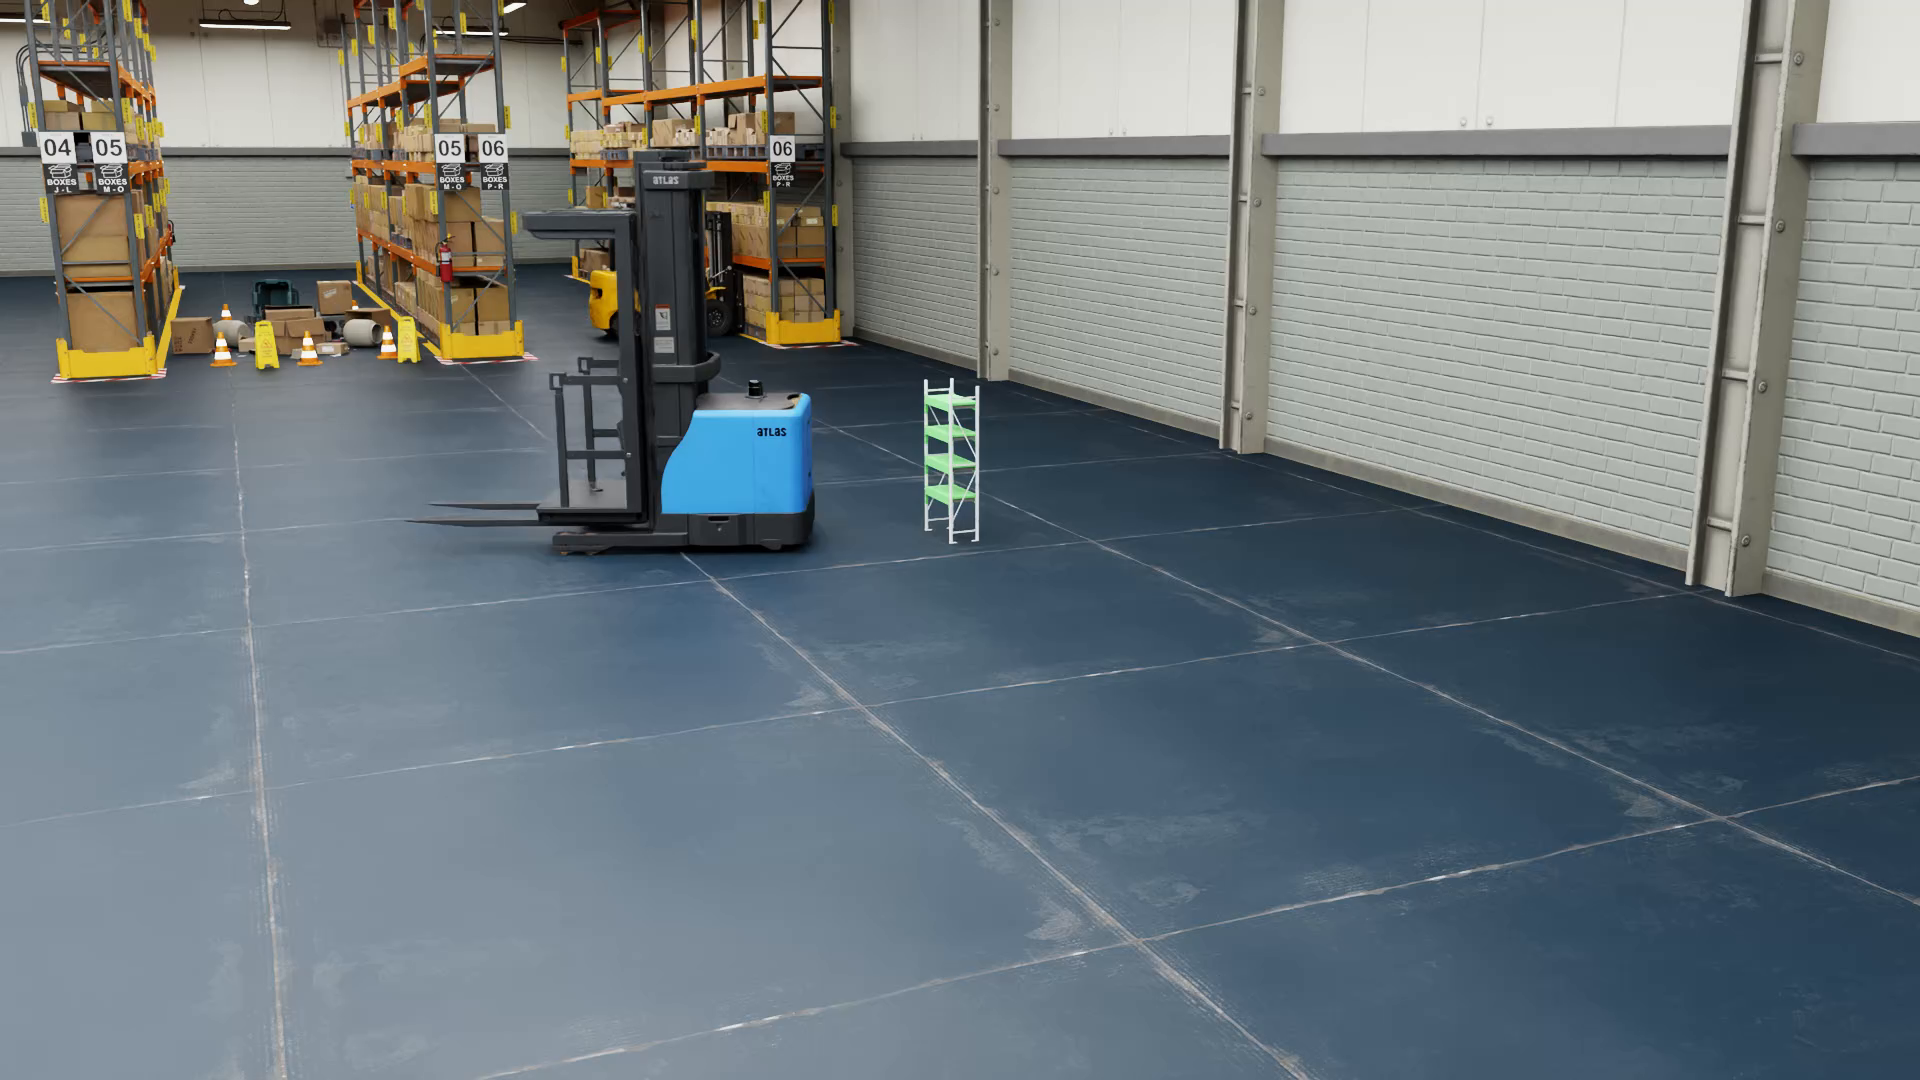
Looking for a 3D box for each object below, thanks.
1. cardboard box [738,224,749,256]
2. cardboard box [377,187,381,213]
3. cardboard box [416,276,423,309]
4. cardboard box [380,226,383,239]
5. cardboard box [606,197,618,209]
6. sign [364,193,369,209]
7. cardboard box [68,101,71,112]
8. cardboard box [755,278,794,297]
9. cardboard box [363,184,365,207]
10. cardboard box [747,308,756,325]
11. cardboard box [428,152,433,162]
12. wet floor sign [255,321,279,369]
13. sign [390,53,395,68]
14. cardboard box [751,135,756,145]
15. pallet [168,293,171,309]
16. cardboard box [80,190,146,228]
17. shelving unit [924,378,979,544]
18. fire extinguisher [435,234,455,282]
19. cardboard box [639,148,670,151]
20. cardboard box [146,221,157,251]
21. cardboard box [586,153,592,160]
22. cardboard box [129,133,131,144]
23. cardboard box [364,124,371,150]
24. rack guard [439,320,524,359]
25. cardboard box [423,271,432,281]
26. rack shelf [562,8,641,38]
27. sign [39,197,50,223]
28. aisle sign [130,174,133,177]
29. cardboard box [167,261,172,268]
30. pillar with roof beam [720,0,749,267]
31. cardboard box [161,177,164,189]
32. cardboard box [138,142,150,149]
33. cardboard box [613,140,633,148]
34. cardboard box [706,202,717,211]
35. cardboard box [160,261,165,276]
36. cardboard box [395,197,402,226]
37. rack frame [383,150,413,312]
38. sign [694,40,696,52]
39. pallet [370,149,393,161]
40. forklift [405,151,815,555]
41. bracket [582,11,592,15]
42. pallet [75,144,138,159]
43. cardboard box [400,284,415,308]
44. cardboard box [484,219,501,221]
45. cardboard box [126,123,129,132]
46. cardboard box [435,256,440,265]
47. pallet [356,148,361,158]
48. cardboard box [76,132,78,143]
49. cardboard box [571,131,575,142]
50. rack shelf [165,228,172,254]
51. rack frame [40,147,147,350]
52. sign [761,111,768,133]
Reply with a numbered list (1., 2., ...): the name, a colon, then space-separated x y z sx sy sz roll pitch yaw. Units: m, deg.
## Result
1. cardboard box: -3.342 -4.966 27.452 0.500 0.500 0.500 -6 14 -24
2. cardboard box: -11.103 -6.657 32.539 0.500 0.500 0.500 -6 14 -23
3. cardboard box: -8.659 -4.087 27.379 0.500 0.500 0.500 -5 14 -20
4. cardboard box: -11.097 -6.047 32.676 0.500 0.250 0.500 -6 14 -24
5. cardboard box: -7.317 -7.238 36.337 0.700 0.500 0.500 -5 14 -22
6. sign: -12.361 -7.065 34.649 0.100 0.325 0.005 -6 14 -23
7. cardboard box: -12.085 -5.780 22.173 0.380 0.149 0.250 -6 14 -23
8. cardboard box: -2.970 -4.044 26.642 0.500 0.250 0.500 -5 14 -21
9. cardboard box: -12.491 -7.369 35.620 0.500 0.500 0.500 -6 14 -24
10. cardboard box: -3.168 -3.663 27.209 0.500 0.250 0.500 -6 14 -23
11. cardboard box: -7.575 -5.612 24.371 0.380 0.149 0.250 -6 14 -23
12. wet floor sign: -9.715 -2.734 23.252 0.267 0.644 0.232 -9 16 -33
13. sign: -12.952 -10.944 37.953 0.100 0.325 0.005 -6 14 -23
14. cardboard box: -3.109 -6.361 26.455 0.380 0.149 0.250 -6 14 -25
15. pallet: -16.035 -4.668 32.572 1.003 0.211 1.213 -6 14 -23
16. cardboard box: -12.700 -4.951 24.884 0.875 0.550 0.550 -6 14 -23
17. shelving unit: -0.066 -0.619 12.882 0.258 1.200 0.503 -6 14 -23
18. fire extinguisher: -7.422 -4.073 23.989 0.296 0.674 0.183 -6 14 -23
19. cardboard box: -6.132 -7.751 33.386 0.500 0.250 0.500 -6 14 -25
20. cardboard box: -13.920 -5.135 28.181 0.500 0.500 0.500 -6 14 -24
21. cardboard box: -8.365 -8.807 38.173 0.380 0.149 0.250 -5 14 -22
22. cardboard box: -11.789 -5.609 23.204 0.380 0.149 0.250 -6 14 -23
23. cardboard box: -11.765 -8.162 33.677 0.500 0.500 0.500 -6 14 -24
24. rack guard: -7.076 -2.974 24.612 1.175 0.500 0.348 -6 14 -23
25. cardboard box: -8.346 -4.210 26.473 0.380 0.149 0.250 -5 14 -20
26. rack shelf: -8.107 -11.709 37.730 1.077 0.370 4.000 -6 14 -23
27. sign: -12.044 -4.342 21.883 0.100 0.325 0.005 -6 14 -23
28. aisle sign: -18.254 -8.268 36.178 0.394 0.787 0.004 -6 14 -23
29. cardboard box: -17.238 -5.934 35.928 0.380 0.149 0.250 -6 14 -24
30. pillar with roof beam: -8.300 -8.624 30.175 9.100 9.000 0.400 -6 14 -23
31. cardboard box: -17.119 -7.411 35.141 0.500 0.500 0.500 -5 14 -20
32. cardboard box: -14.730 -7.013 29.645 0.500 0.500 0.500 -6 14 -23
33. cardboard box: -7.140 -8.388 35.213 0.380 0.149 0.250 -6 14 -24
34. cardboard box: -4.246 -5.869 29.255 0.380 0.149 0.250 -5 14 -22
35. cardboard box: -15.190 -5.086 31.141 0.500 0.250 0.500 -6 14 -23
36. cardboard box: -9.848 -5.897 29.885 0.500 0.500 0.500 -5 14 -22
37. rack frame: -10.250 -5.829 31.403 1.000 3.000 0.127 -6 14 -23
38. sign: -5.197 -9.784 32.764 0.100 0.325 0.005 -6 14 -23
39. pallet: -10.557 -7.327 31.640 1.213 0.211 1.003 -5 14 -20
40. forklift: -2.672 -1.437 12.577 3.031 2.935 1.130 0 13 -1
41. bracket: -9.322 -13.128 41.652 0.235 0.232 0.430 -6 14 -23
42. pallet: -12.825 -5.783 24.748 1.003 0.211 1.213 -6 14 -23
43. cardboard box: -9.730 -4.484 30.488 0.950 0.372 0.625 -6 14 -24
44. cardboard box: -7.192 -4.600 25.209 0.500 0.500 0.500 -5 14 -21
45. cardboard box: -11.704 -5.722 22.810 0.500 0.250 0.500 -6 14 -24
46. cardboard box: -7.595 -4.154 24.724 0.380 0.149 0.250 -6 14 -24
47. pallet: -12.656 -8.495 36.468 1.003 0.211 1.213 -6 14 -23
48. cardboard box: -12.393 -5.549 22.945 0.380 0.149 0.250 -6 14 -24
49. cardboard box: -8.961 -9.593 39.580 0.500 0.250 0.500 -6 14 -24
50. rack shelf: -17.149 -6.250 34.818 1.077 0.370 4.000 -6 14 -23
51. rack frame: -11.541 -3.708 22.240 1.000 3.000 0.127 -6 14 -23
52. sign: -3.002 -6.433 25.574 0.100 0.325 0.005 -6 14 -23
